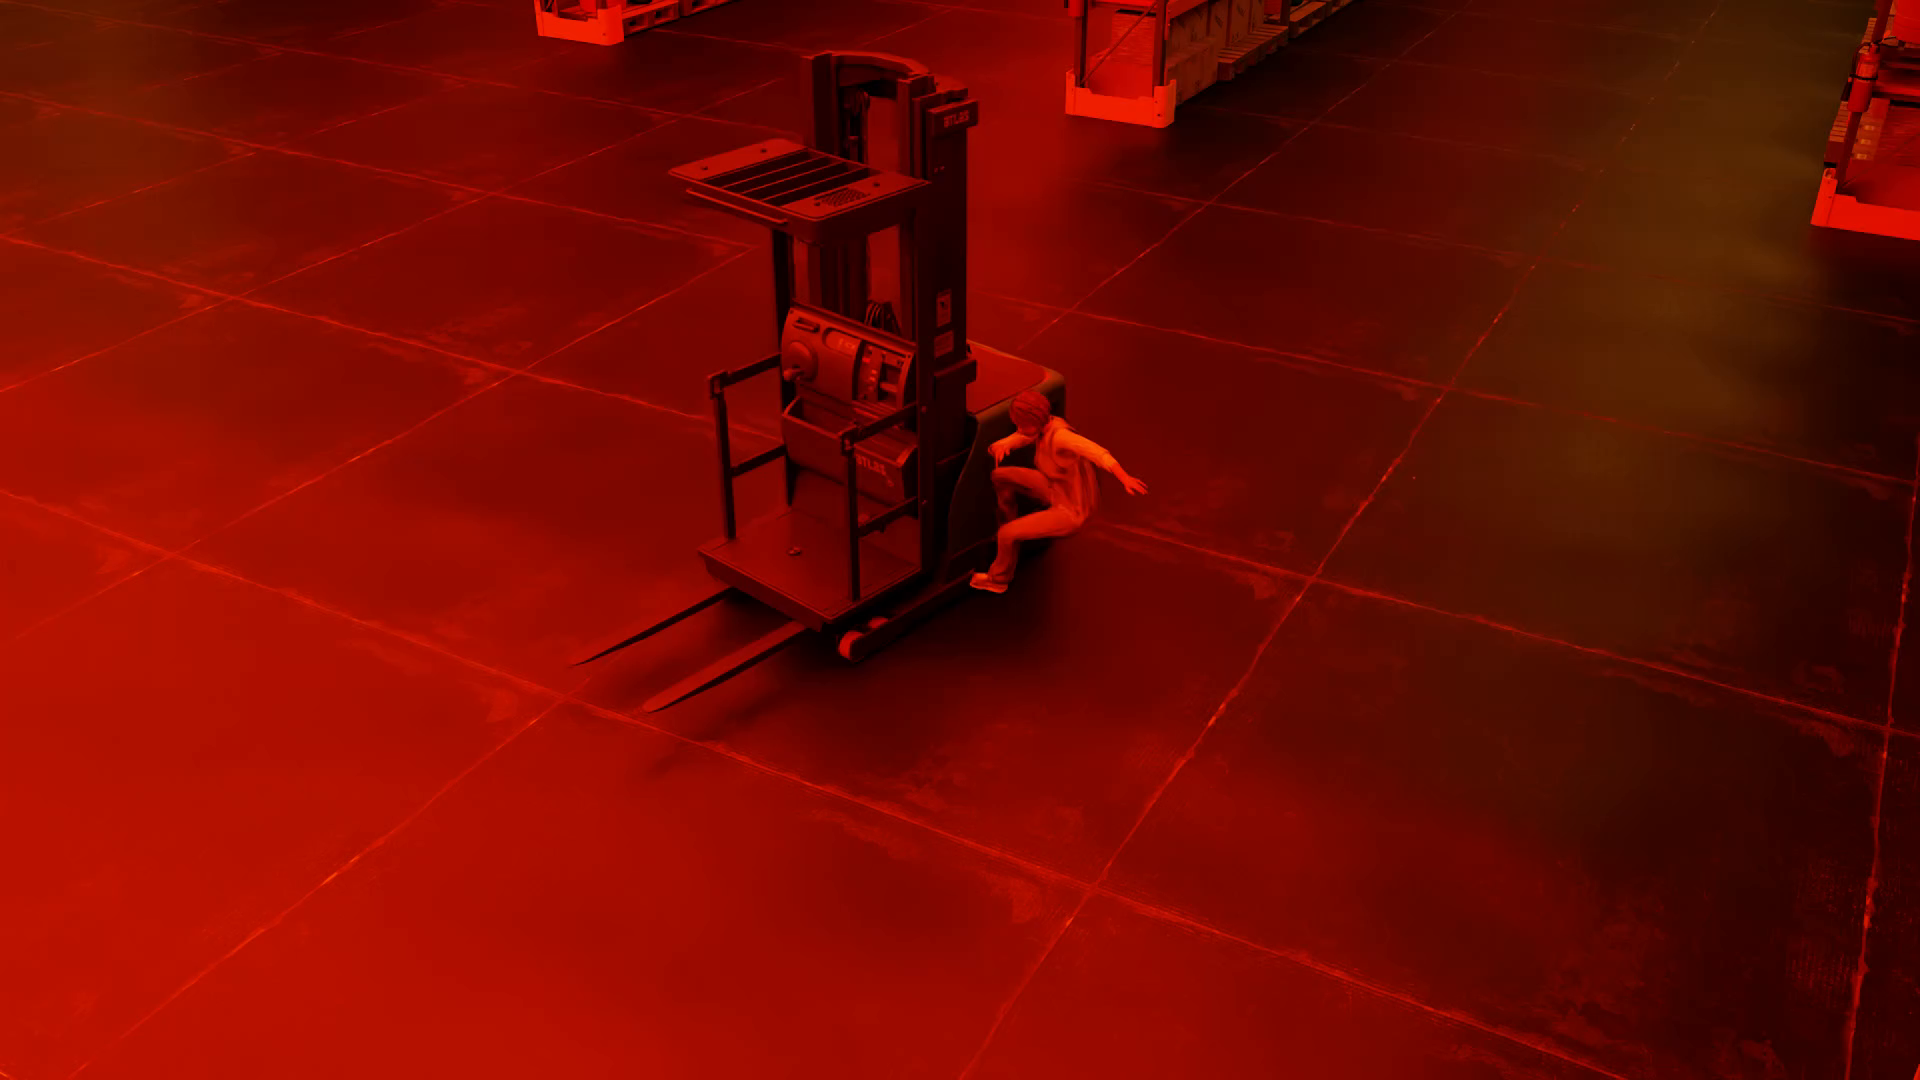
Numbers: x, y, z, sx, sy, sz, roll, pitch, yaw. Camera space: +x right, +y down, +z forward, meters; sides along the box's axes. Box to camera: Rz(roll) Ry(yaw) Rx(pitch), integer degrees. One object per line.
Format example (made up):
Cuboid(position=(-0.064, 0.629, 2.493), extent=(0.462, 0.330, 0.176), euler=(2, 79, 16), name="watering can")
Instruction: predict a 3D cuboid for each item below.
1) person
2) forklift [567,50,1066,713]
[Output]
Cuboid(position=(0.447, -0.169, 8.960), extent=(0.748, 1.204, 1.131), euler=(-8, 31, -13), name="person")
Cuboid(position=(-0.742, -0.907, 8.642), extent=(1.130, 2.935, 3.031), euler=(24, 38, 36), name="forklift")
